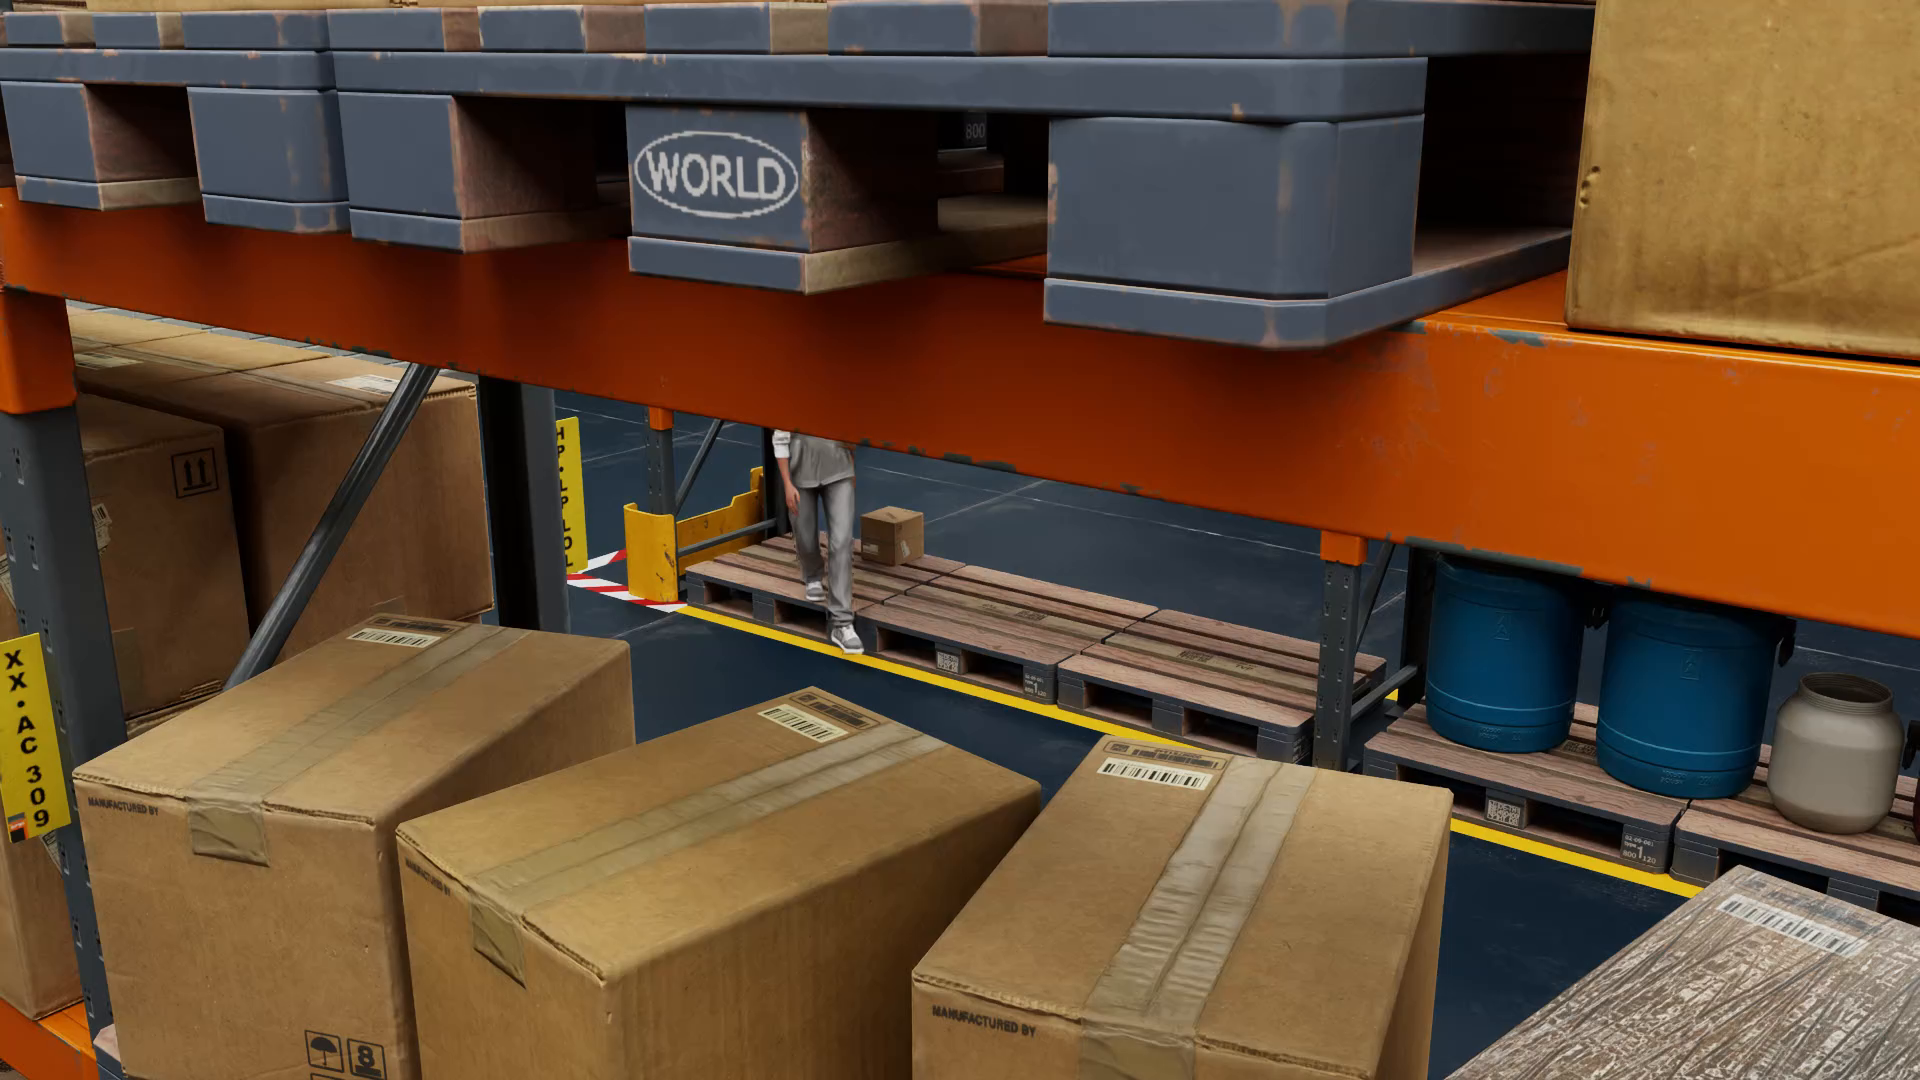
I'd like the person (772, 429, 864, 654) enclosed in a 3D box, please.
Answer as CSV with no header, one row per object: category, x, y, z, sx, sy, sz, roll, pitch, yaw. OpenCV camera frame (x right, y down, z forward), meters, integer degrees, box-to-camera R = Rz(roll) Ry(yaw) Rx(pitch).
person,-0.703,-0.289,8.150,0.422,1.524,0.903,-3,17,-8
